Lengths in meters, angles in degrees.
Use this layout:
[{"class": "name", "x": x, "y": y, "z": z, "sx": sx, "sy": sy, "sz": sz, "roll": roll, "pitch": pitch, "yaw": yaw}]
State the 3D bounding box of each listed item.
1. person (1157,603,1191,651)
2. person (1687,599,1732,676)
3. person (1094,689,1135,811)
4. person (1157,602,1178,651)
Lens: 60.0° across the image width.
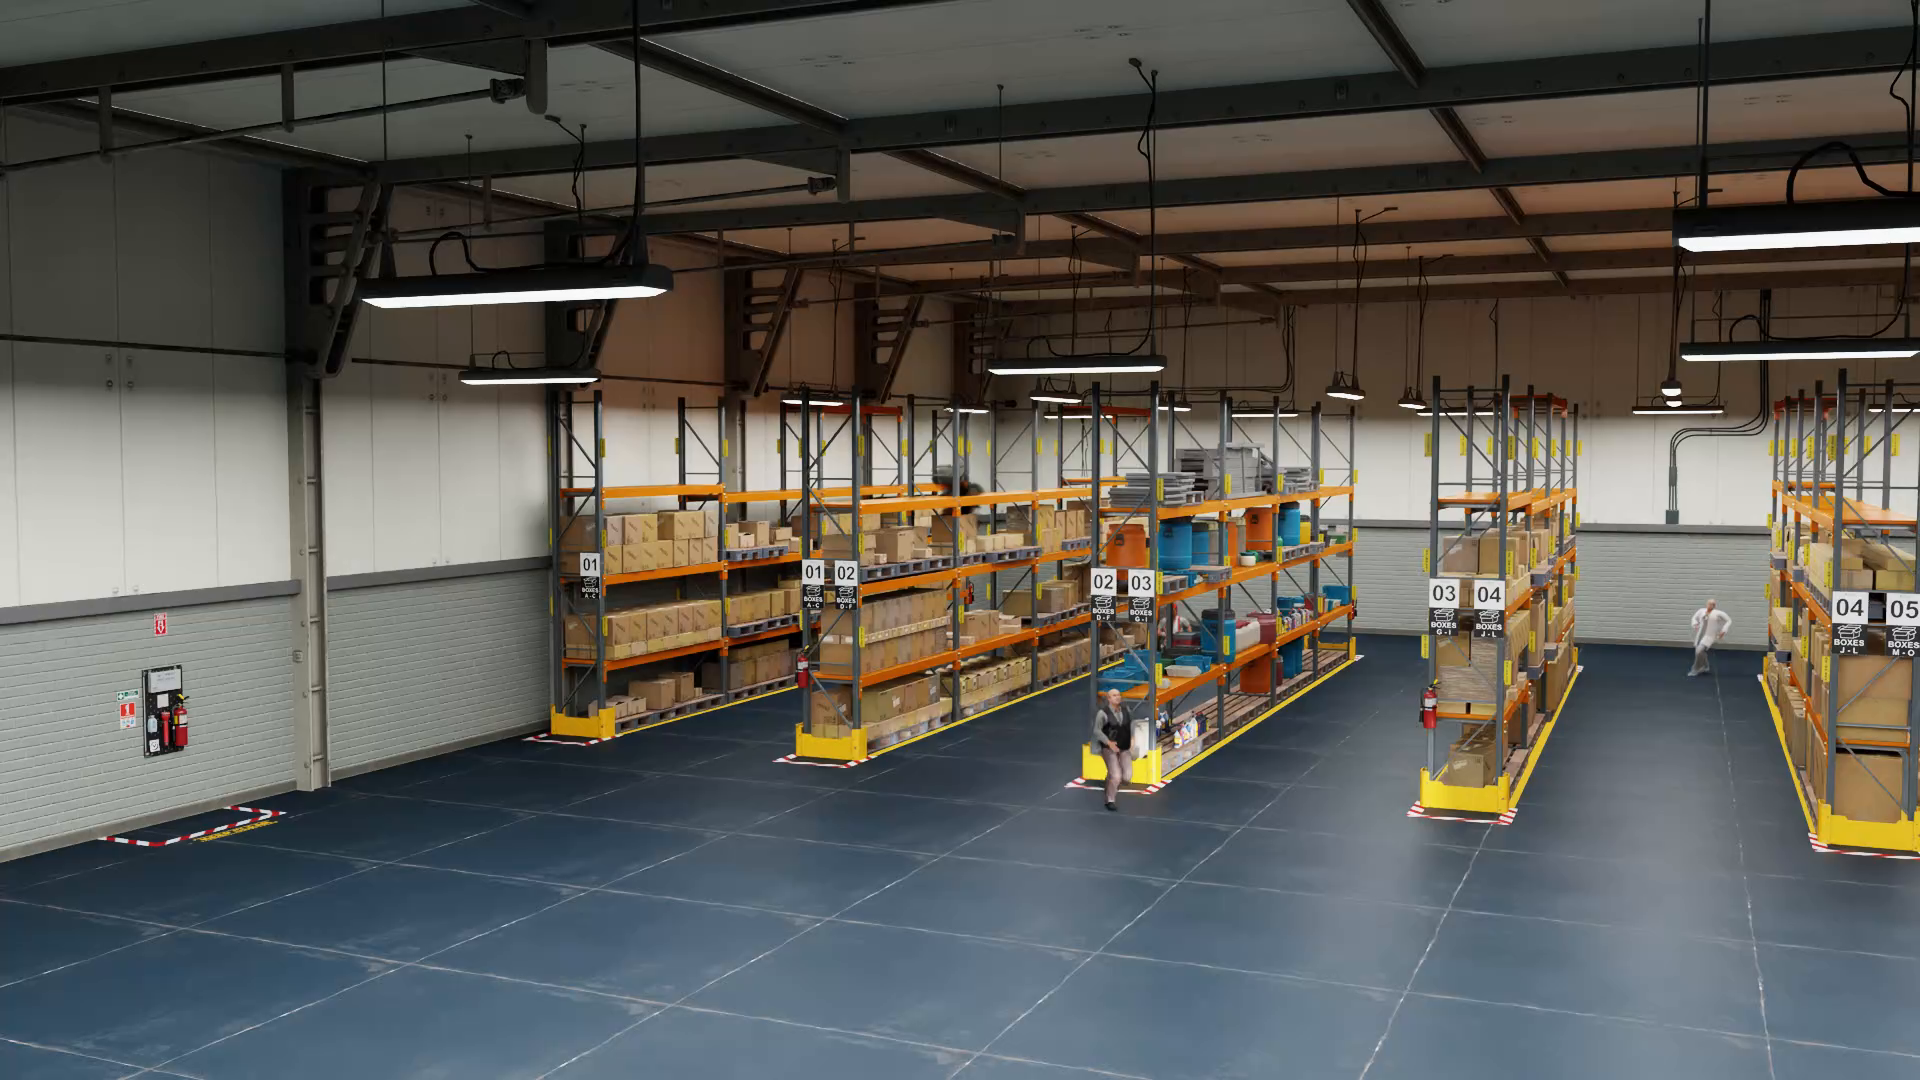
[{"class": "person", "x": 4.379, "y": 2.217, "z": 34.312, "sx": 0.655, "sy": 1.833, "sz": 0.747, "roll": 1, "pitch": 3, "yaw": 22}, {"class": "person", "x": 16.412, "y": 2.153, "z": 36.468, "sx": 0.798, "sy": 1.760, "sz": 0.831, "roll": -2, "pitch": 4, "yaw": -33}, {"class": "person", "x": 2.159, "y": 2.897, "z": 23.046, "sx": 0.682, "sy": 1.689, "sz": 0.646, "roll": -1, "pitch": 3, "yaw": -23}, {"class": "person", "x": 4.622, "y": 2.025, "z": 37.862, "sx": 0.682, "sy": 1.841, "sz": 0.801, "roll": 1, "pitch": 3, "yaw": 20}]
